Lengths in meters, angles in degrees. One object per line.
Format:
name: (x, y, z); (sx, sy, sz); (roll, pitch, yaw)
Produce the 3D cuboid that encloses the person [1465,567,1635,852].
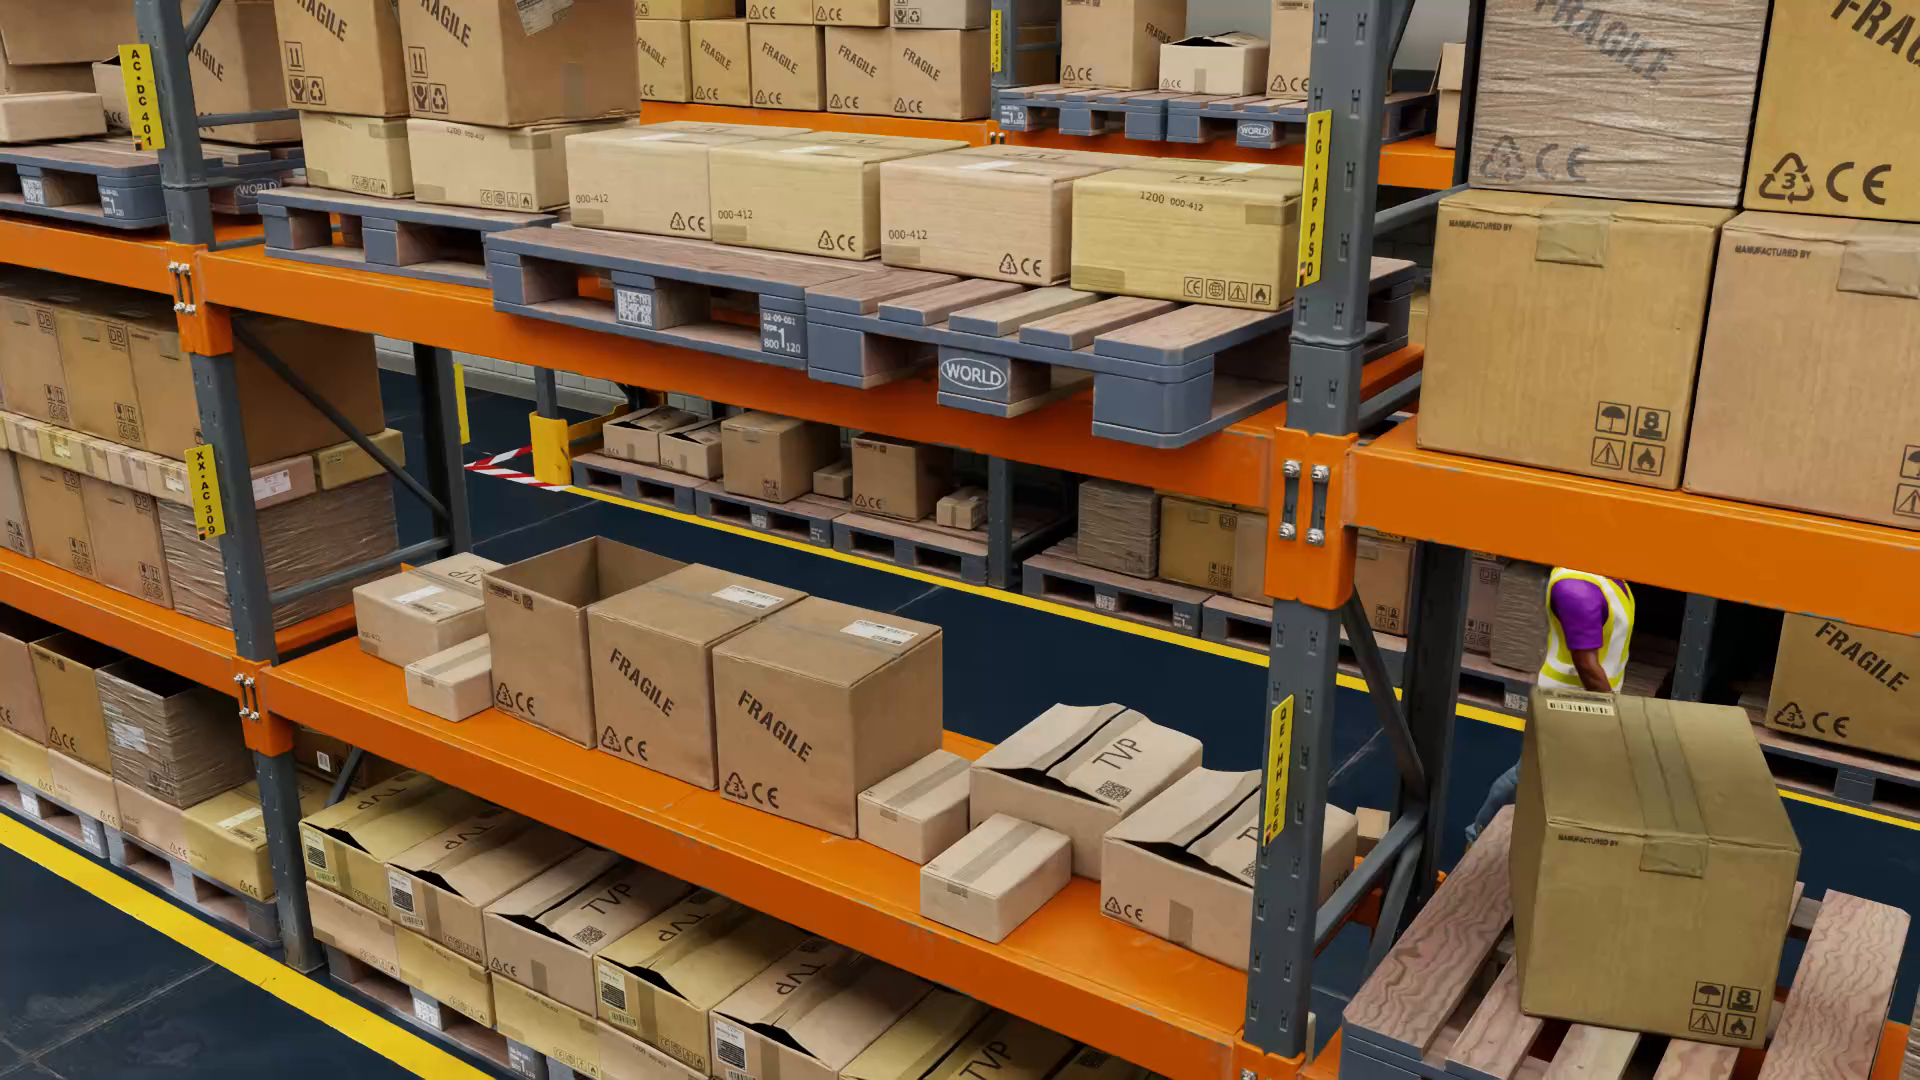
person: (2.621, 0.627, 6.733); (0.981, 1.714, 0.572); (10, 22, 27)
